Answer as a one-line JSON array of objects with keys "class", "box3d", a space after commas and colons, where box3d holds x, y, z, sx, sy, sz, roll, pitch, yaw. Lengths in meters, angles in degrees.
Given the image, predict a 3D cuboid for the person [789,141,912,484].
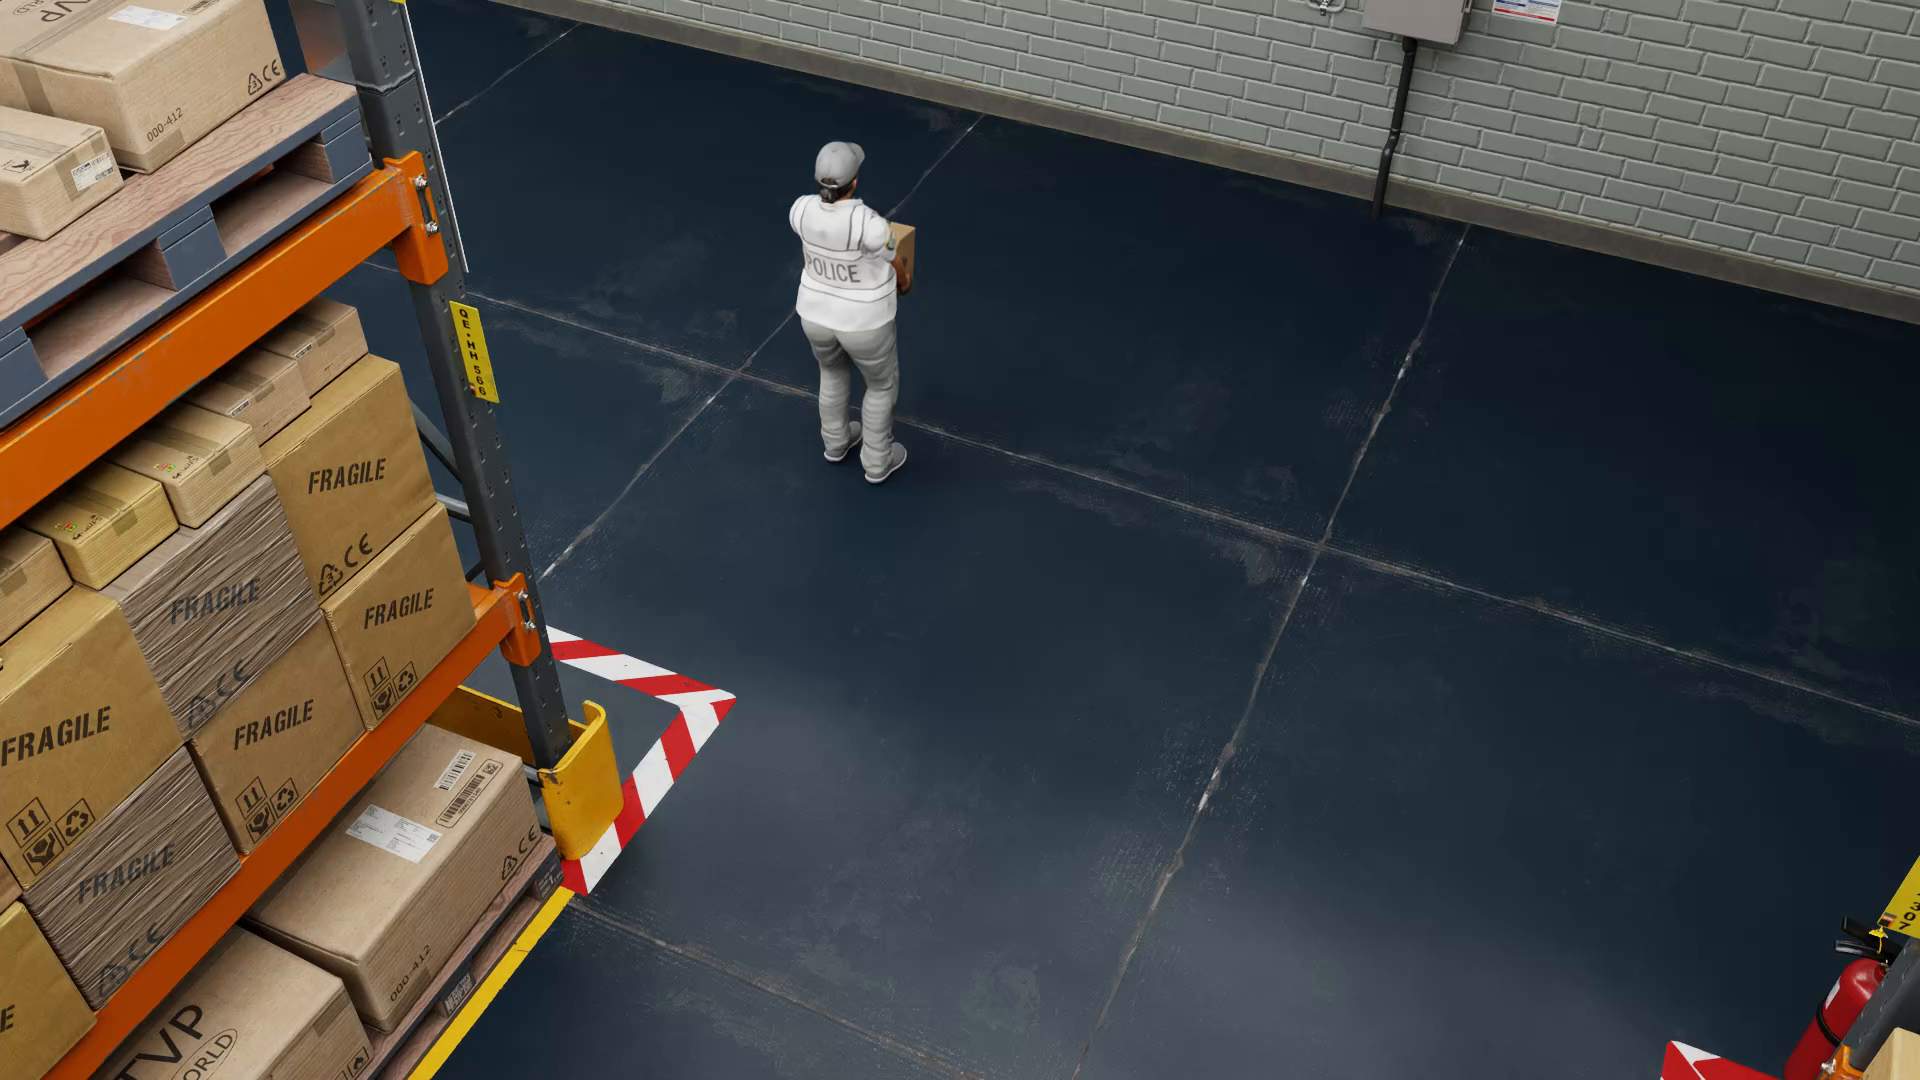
[{"class": "person", "box3d": [-0.457, -1.020, 7.289, 0.452, 1.663, 0.542, 17, 45, 18]}]
